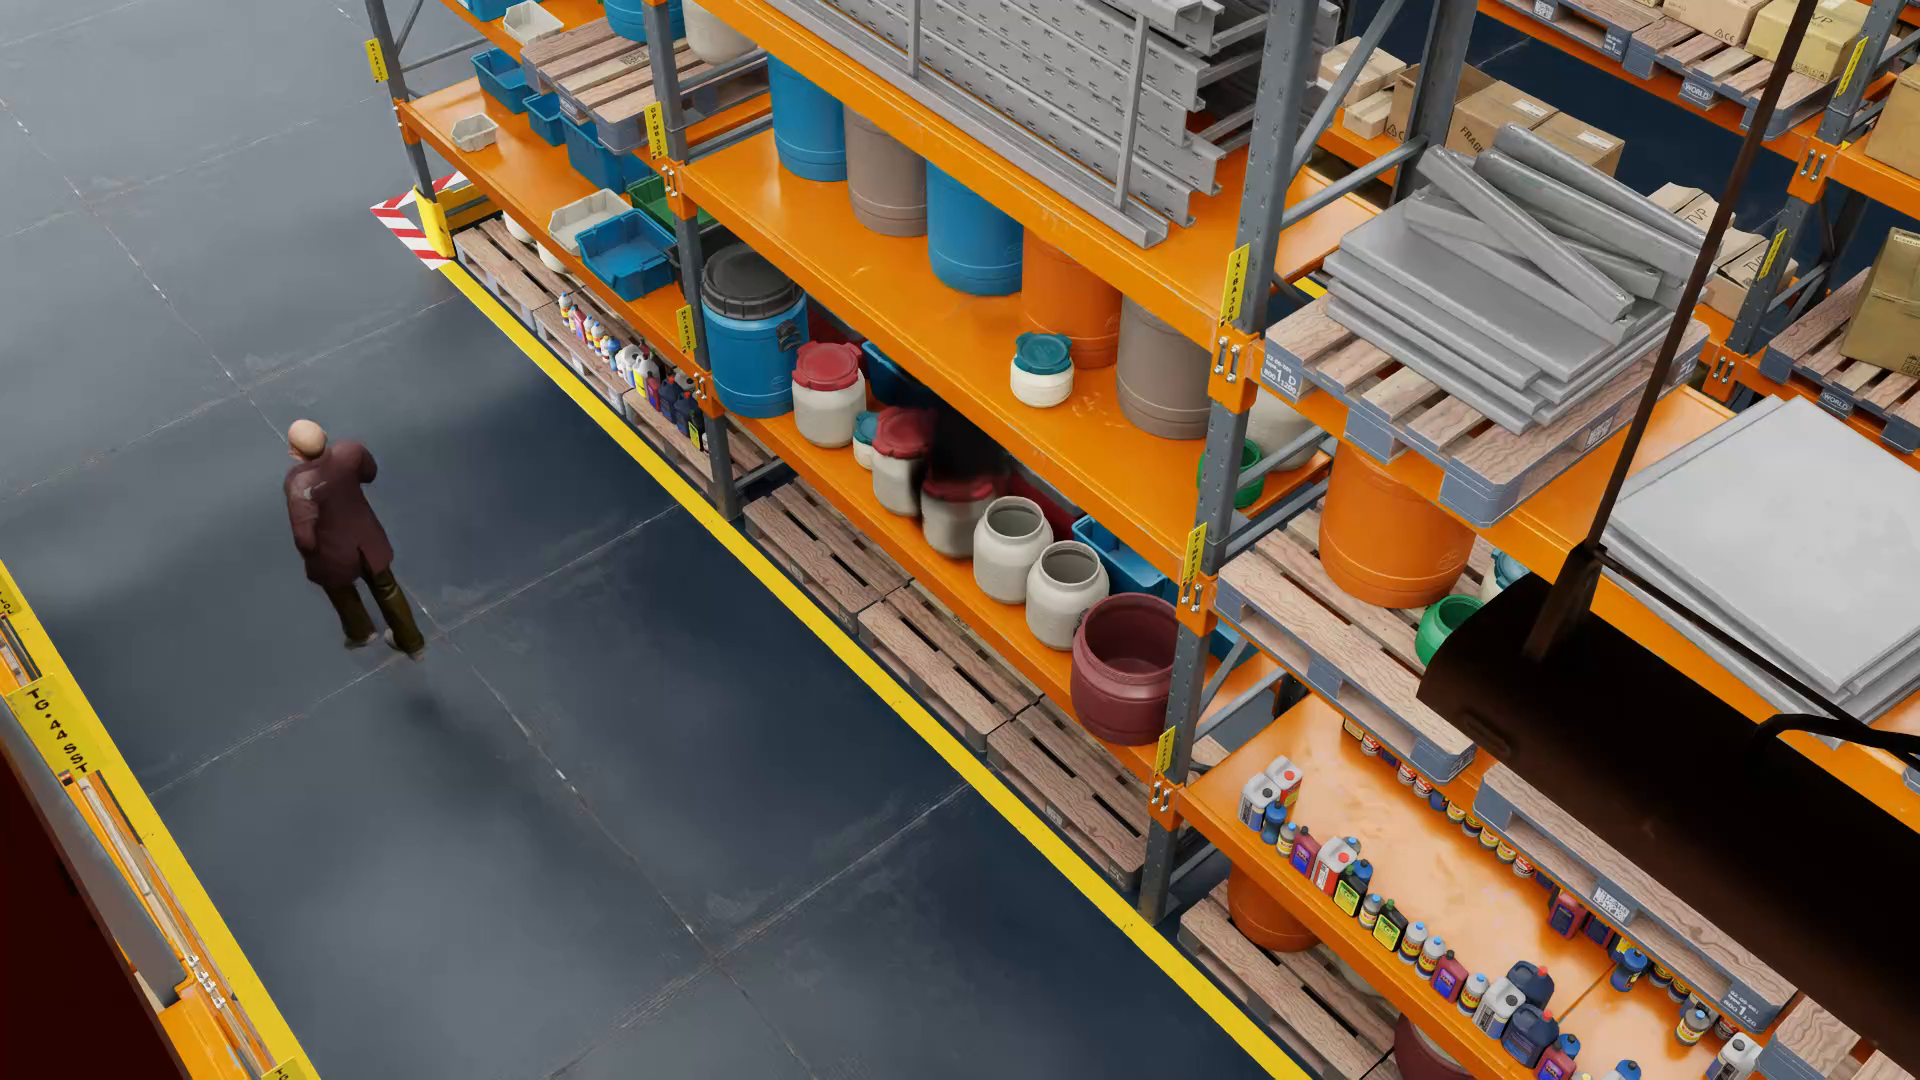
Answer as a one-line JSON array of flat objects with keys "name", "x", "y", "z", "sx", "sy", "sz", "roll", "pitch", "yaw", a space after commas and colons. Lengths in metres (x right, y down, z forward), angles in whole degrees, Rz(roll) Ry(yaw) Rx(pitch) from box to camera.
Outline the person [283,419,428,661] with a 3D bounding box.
[{"name": "person", "x": -3.470, "y": 0.030, "z": 9.365, "sx": 0.770, "sy": 1.903, "sz": 0.680, "roll": 31, "pitch": 54, "yaw": 26}]
